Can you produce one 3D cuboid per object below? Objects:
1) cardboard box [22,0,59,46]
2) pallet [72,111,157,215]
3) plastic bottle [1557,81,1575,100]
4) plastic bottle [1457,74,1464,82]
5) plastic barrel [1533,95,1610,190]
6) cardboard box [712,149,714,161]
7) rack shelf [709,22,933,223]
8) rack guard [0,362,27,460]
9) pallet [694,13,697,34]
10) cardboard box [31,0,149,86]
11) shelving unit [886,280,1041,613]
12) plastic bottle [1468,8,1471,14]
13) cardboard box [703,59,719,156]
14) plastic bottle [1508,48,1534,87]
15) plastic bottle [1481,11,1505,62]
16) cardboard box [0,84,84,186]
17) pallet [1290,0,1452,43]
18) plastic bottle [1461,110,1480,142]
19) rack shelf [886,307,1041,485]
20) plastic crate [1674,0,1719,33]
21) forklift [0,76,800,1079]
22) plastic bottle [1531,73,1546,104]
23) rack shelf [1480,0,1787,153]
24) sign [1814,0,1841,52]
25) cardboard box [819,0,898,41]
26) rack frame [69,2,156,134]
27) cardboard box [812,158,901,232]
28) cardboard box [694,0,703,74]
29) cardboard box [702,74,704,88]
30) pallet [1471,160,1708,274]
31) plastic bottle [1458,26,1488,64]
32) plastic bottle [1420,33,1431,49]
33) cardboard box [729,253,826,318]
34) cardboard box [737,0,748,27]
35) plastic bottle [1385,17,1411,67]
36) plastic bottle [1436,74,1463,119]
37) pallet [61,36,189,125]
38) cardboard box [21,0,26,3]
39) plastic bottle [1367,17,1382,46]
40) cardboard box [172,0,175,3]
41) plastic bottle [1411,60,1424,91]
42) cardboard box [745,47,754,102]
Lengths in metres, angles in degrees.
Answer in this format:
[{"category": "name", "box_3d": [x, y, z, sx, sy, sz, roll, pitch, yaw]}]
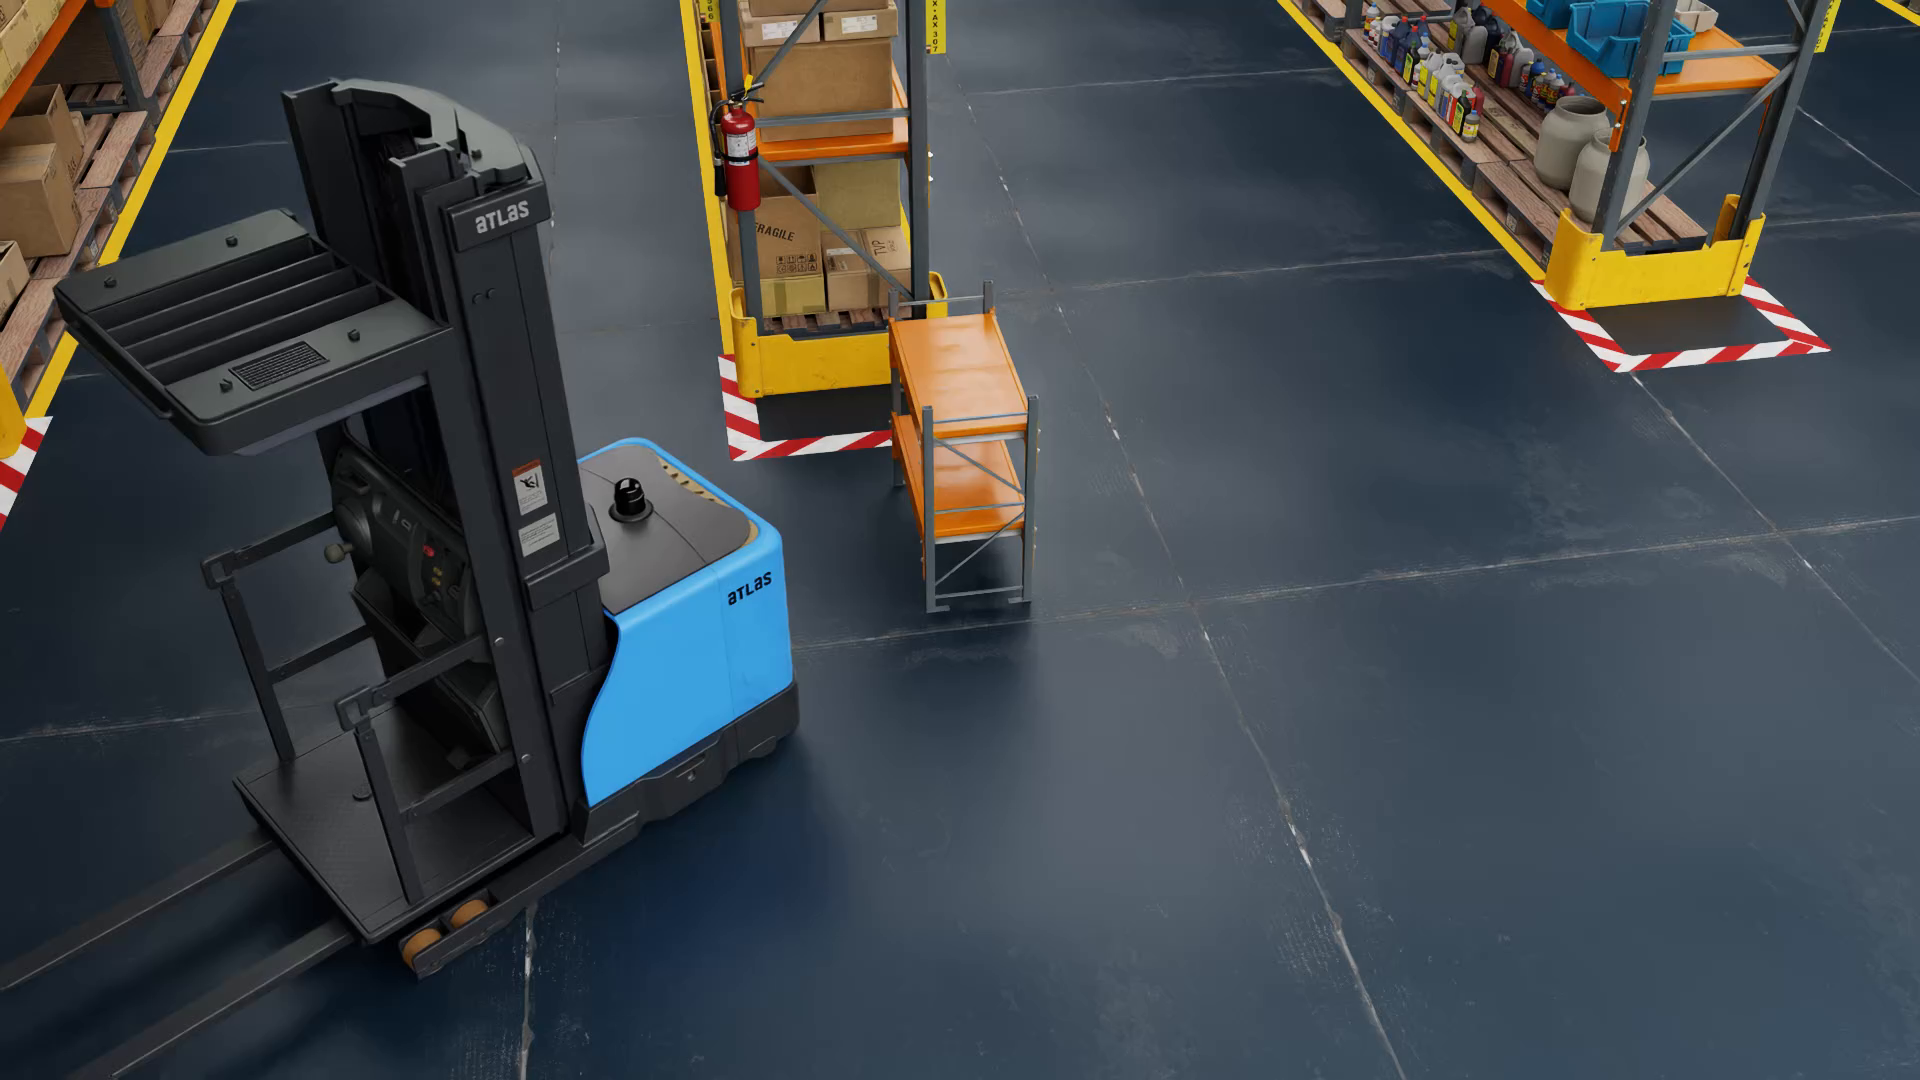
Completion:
[{"category": "cardboard box", "box_3d": [-5.683, -3.113, 9.818, 0.500, 0.250, 0.500, -6, 38, -8]}, {"category": "pallet", "box_3d": [-6.094, -2.519, 11.220, 1.003, 0.211, 1.213, -6, 38, -8]}, {"category": "plastic bottle", "box_3d": [4.176, -3.040, 11.473, 0.061, 0.283, 0.133, -6, 38, -7]}, {"category": "plastic bottle", "box_3d": [3.491, -3.180, 11.721, 0.097, 0.201, 0.097, 0, 38, 0]}, {"category": "plastic barrel", "box_3d": [3.930, -2.547, 10.669, 0.421, 0.512, 0.421, 0, 38, 0]}, {"category": "cardboard box", "box_3d": [-1.329, -2.418, 10.716, 0.500, 0.250, 0.500, -6, 38, -8]}, {"category": "rack shelf", "box_3d": [-1.020, -3.065, 10.236, 1.077, 0.370, 4.000, -6, 38, -8]}, {"category": "rack guard", "box_3d": [-5.559, -0.665, 8.598, 1.175, 0.500, 0.348, -6, 38, -8]}, {"category": "pallet", "box_3d": [-1.538, -3.897, 12.994, 1.003, 0.211, 1.213, -6, 38, -8]}, {"category": "cardboard box", "box_3d": [-6.392, -3.651, 12.084, 0.700, 0.500, 0.500, -5, 38, -6]}, {"category": "shelving unit", "box_3d": [-0.001, -0.448, 7.810, 0.538, 1.125, 1.048, -6, 38, -8]}, {"category": "plastic bottle", "box_3d": [3.877, -3.971, 12.738, 0.097, 0.201, 0.097, 0, 38, 0]}, {"category": "cardboard box", "box_3d": [-1.332, -2.714, 10.486, 0.500, 0.500, 0.500, -6, 38, -8]}, {"category": "plastic bottle", "box_3d": [4.019, -3.418, 11.966, 0.152, 0.276, 0.135, -6, 38, -7]}, {"category": "plastic bottle", "box_3d": [3.937, -3.741, 12.321, 0.144, 0.351, 0.185, -8, 39, -10]}, {"category": "cardboard box", "box_3d": [-6.025, -2.586, 10.713, 0.500, 0.500, 0.500, -9, 39, -11]}, {"category": "pallet", "box_3d": [3.331, -4.457, 13.714, 1.003, 0.211, 1.213, -6, 38, -8]}, {"category": "plastic bottle", "box_3d": [3.455, -2.802, 11.234, 0.097, 0.201, 0.097, 0, 38, 0]}, {"category": "rack shelf", "box_3d": [-0.001, -0.679, 7.631, 0.538, 0.278, 1.000, -6, 38, -8]}, {"category": "plastic crate", "box_3d": [4.368, -3.143, 9.965, 0.298, 0.136, 0.250, -6, 38, -8]}, {"category": "forklift", "box_3d": [-2.090, 0.073, 5.666, 3.031, 2.935, 1.130, -30, 47, -33]}, {"category": "plastic bottle", "box_3d": [4.102, -3.196, 11.741, 0.097, 0.201, 0.097, 0, 38, 0]}, {"category": "rack shelf", "box_3d": [3.858, -3.595, 10.919, 1.077, 0.370, 4.000, -6, 38, -8]}, {"category": "sign", "box_3d": [4.751, -2.837, 9.132, 0.100, 0.325, 0.005, -6, 38, -8]}, {"category": "cardboard box", "box_3d": [-0.526, -2.697, 8.566, 0.380, 0.149, 0.250, -6, 38, -8]}, {"category": "rack frame", "box_3d": [-6.247, -4.022, 10.882, 1.000, 3.000, 0.127, -6, 38, -8]}, {"category": "cardboard box", "box_3d": [-0.634, -2.167, 9.782, 0.500, 0.500, 0.500, -6, 38, -8]}, {"category": "cardboard box", "box_3d": [-1.597, -3.619, 11.651, 0.500, 0.500, 0.500, -6, 38, -8]}, {"category": "cardboard box", "box_3d": [-1.587, -3.324, 11.883, 0.500, 0.250, 0.500, -6, 38, -8]}, {"category": "pallet", "box_3d": [4.012, -2.102, 10.684, 1.003, 0.211, 1.213, -6, 38, -8]}, {"category": "plastic bottle", "box_3d": [3.796, -3.681, 12.304, 0.152, 0.276, 0.135, -6, 38, -8]}, {"category": "plastic bottle", "box_3d": [3.384, -3.577, 12.175, 0.097, 0.271, 0.097, 0, 38, 0]}, {"category": "cardboard box", "box_3d": [-1.054, -1.513, 9.552, 0.500, 0.250, 0.500, -6, 38, -8]}, {"category": "cardboard box", "box_3d": [-0.971, -2.805, 8.705, 0.380, 0.149, 0.250, -5, 38, -7]}, {"category": "plastic bottle", "box_3d": [3.240, -3.683, 12.246, 0.144, 0.351, 0.185, -5, 38, -7]}, {"category": "plastic bottle", "box_3d": [3.413, -3.071, 11.519, 0.152, 0.276, 0.135, -7, 38, -9]}, {"category": "pallet", "box_3d": [-6.385, -3.391, 12.343, 1.003, 0.211, 1.213, -6, 38, -8]}, {"category": "cardboard box", "box_3d": [-5.688, -3.408, 9.587, 0.500, 0.500, 0.500, -7, 38, -9]}, {"category": "plastic bottle", "box_3d": [3.149, -3.855, 12.590, 0.097, 0.201, 0.097, 0, 38, 0]}, {"category": "cardboard box", "box_3d": [-6.679, -4.575, 13.272, 0.700, 0.500, 0.500, -6, 38, -8]}, {"category": "plastic bottle", "box_3d": [3.300, -3.337, 11.922, 0.097, 0.201, 0.097, 0, 38, 0]}, {"category": "cardboard box", "box_3d": [-0.835, -2.781, 9.203, 0.700, 0.500, 0.500, -5, 38, -7]}]
